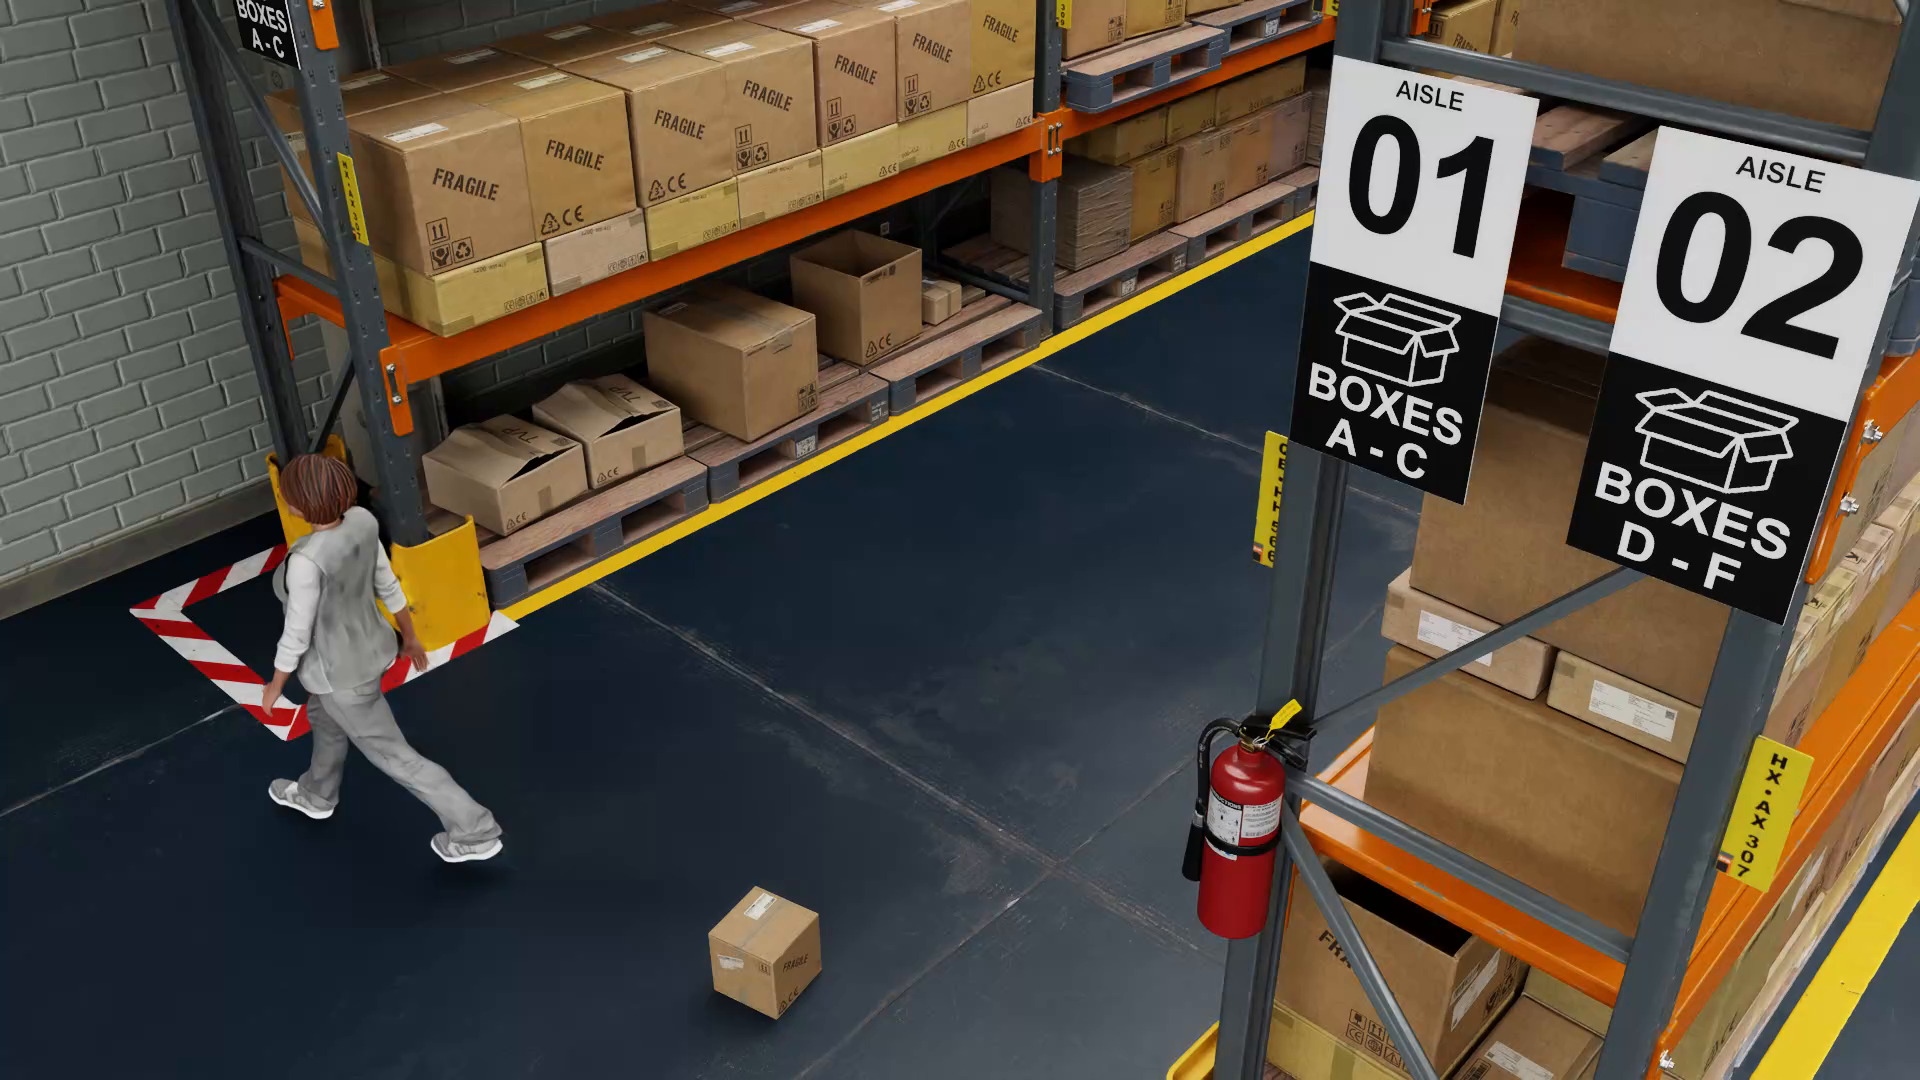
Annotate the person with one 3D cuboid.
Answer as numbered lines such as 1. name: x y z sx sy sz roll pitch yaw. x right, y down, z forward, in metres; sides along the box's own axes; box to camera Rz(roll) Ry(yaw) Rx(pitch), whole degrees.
1. person: -2.044 0.400 5.496 0.992 1.531 0.445 5 32 8
